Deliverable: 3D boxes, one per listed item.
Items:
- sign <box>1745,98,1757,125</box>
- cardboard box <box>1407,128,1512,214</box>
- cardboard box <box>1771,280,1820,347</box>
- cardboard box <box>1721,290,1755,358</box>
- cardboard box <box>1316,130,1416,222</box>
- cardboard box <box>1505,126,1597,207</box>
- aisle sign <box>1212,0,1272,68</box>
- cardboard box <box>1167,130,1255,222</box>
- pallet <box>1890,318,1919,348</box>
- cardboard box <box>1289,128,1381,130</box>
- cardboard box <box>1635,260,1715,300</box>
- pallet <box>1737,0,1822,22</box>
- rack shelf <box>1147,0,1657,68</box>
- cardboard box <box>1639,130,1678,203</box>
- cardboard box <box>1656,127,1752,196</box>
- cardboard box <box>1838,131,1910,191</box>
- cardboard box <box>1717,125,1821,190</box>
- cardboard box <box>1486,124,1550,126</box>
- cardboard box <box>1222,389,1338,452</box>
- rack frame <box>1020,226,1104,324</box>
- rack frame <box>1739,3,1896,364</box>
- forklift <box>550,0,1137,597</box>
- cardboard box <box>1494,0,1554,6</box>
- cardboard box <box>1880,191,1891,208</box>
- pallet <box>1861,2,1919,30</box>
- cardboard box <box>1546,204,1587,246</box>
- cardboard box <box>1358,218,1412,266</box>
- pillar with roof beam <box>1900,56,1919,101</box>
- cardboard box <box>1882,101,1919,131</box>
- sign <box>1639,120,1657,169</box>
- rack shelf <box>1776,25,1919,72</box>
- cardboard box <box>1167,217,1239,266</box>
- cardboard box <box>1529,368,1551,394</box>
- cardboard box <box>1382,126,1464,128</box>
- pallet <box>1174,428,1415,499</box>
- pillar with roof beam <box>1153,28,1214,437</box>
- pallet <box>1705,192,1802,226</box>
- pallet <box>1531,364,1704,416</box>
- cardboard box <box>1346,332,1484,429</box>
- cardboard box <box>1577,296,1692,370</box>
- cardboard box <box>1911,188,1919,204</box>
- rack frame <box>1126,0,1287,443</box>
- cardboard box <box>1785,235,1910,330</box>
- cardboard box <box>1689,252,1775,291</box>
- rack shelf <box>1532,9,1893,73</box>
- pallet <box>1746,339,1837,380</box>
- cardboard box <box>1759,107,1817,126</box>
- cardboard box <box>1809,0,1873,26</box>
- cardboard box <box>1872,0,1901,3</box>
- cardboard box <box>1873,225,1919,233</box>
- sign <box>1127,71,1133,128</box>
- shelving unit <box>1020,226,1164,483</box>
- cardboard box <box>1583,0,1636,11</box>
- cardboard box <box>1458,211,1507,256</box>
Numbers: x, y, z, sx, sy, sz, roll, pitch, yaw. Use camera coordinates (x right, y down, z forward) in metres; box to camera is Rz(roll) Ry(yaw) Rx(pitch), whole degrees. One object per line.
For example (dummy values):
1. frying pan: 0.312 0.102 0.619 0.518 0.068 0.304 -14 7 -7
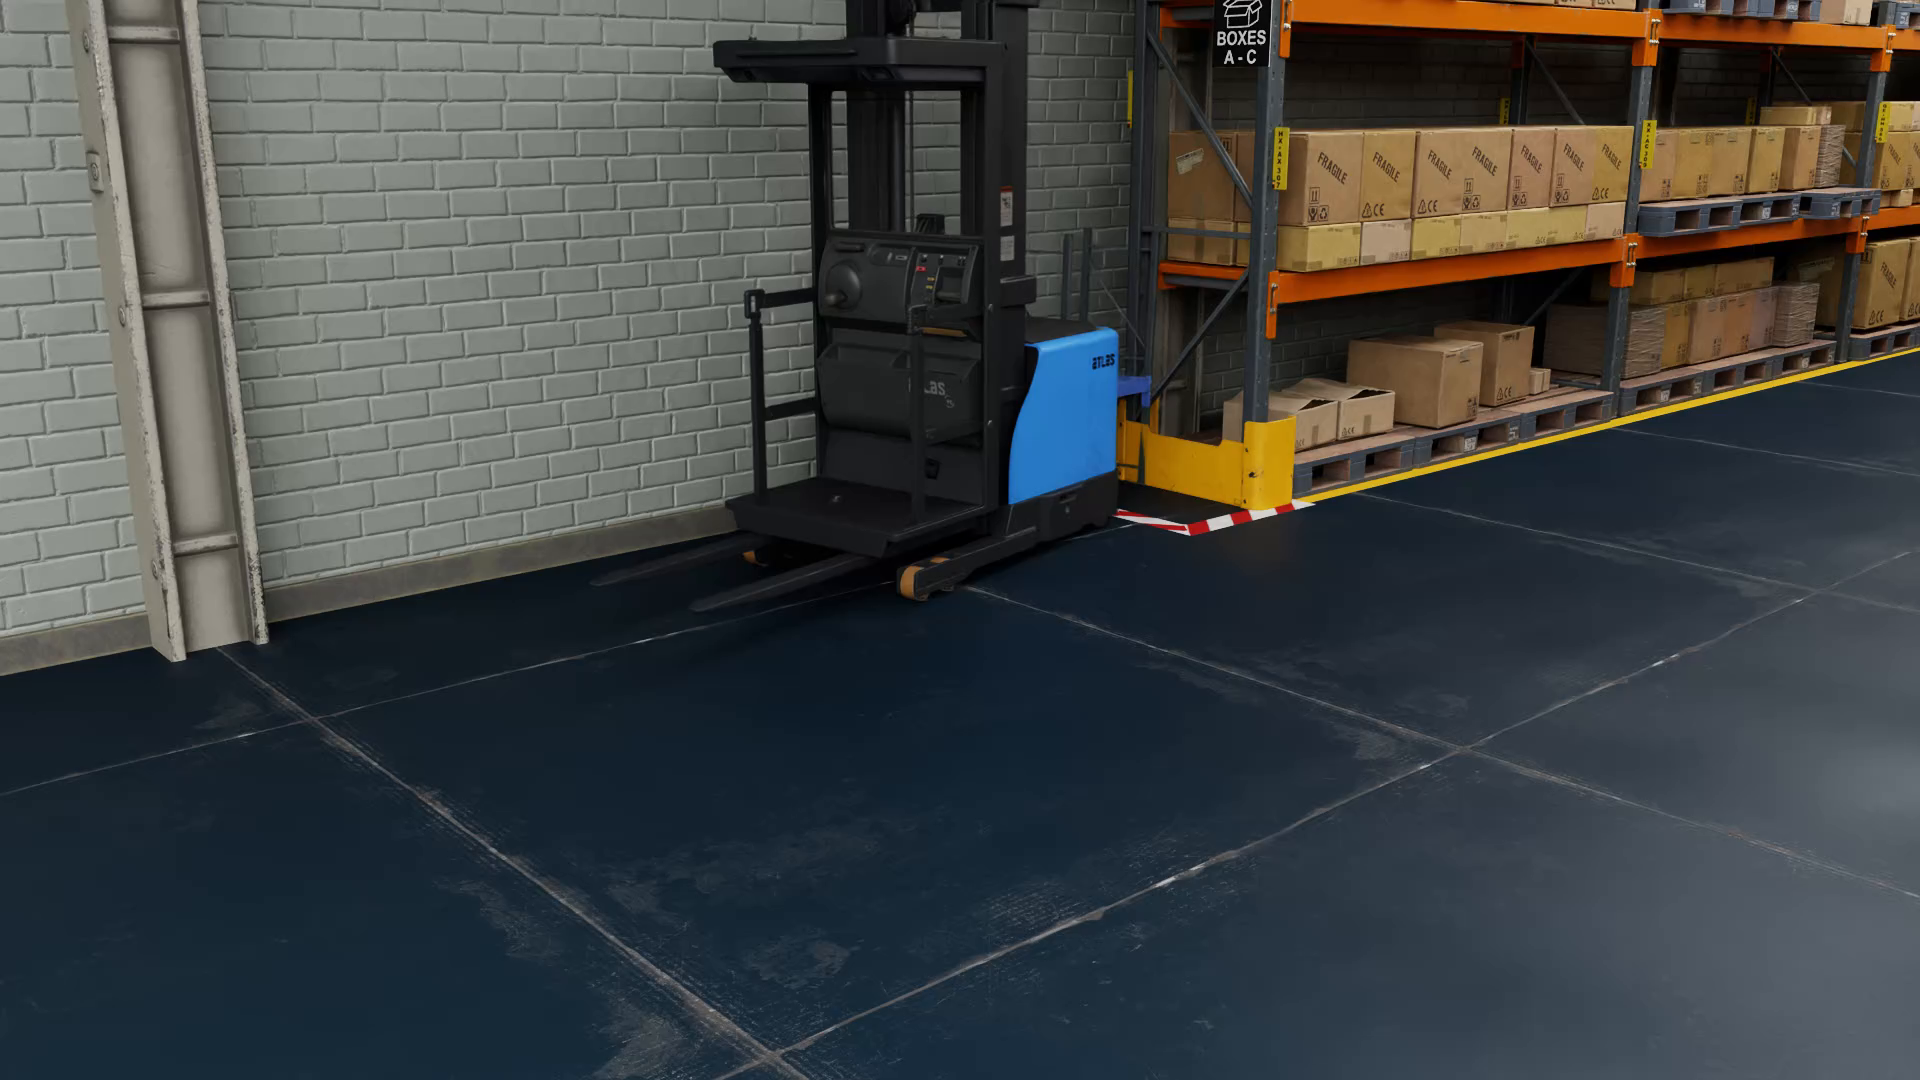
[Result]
1. sign: 7.033 -3.760 14.771 0.005 0.325 0.100 -13 19 -39
2. cardboard box: 3.077 -2.318 10.413 0.500 0.500 0.500 -12 19 -38
3. cardboard box: 6.890 -1.966 14.289 0.500 0.500 0.700 -12 19 -39
4. cardboard box: 6.069 -1.812 13.711 0.500 0.500 0.700 -13 20 -40
5. cardboard box: 2.301 -2.142 9.754 0.500 0.500 0.500 -13 19 -39
6. cardboard box: 3.855 -2.489 11.055 0.500 0.500 0.500 -13 20 -40
7. aisle sign: 1.507 -2.923 8.845 0.004 0.787 0.394 -13 19 -39
8. cardboard box: 1.580 -2.159 9.818 0.500 0.500 0.500 -13 20 -40
9. pallet: 8.963 -2.071 16.093 1.213 0.211 1.003 -13 19 -39
10. cardboard box: 2.354 -2.331 10.461 0.500 0.500 0.500 -13 20 -41
11. cardboard box: 5.646 -2.075 13.244 0.500 0.250 0.500 -13 20 -41
12. pallet: 5.698 -4.034 12.592 1.003 0.211 1.213 -13 19 -39
13. rack shelf: 2.873 -3.179 10.419 4.000 0.370 1.077 -13 19 -39
14. cardboard box: 4.788 -2.756 12.209 0.500 0.500 0.700 -13 19 -39
15. cardboard box: 5.691 -2.967 12.999 0.500 0.500 0.700 -10 18 -32
16. cardboard box: 7.934 -3.327 14.586 0.500 0.500 0.500 -12 19 -38
17. cardboard box: 6.648 -3.173 13.769 0.700 0.500 0.500 14 20 42
18. cardboard box: 3.890 -2.676 11.755 0.500 0.500 0.500 -13 20 -41
19. cardboard box: 1.945 -0.751 10.108 0.500 0.311 0.500 13 20 41
20. rack frame: 0.499 -0.942 9.074 0.500 1.500 0.032 8 12 24
21. rack frame: 7.399 -3.093 14.518 0.127 3.000 1.000 -13 19 -39
22. forklift: -0.505 -1.301 7.941 3.031 2.935 1.130 -13 20 -40
23. cardboard box: 3.380 -3.605 10.388 0.500 0.500 0.500 -14 20 -41
24. cardboard box: 7.996 -3.033 14.741 0.250 0.149 0.380 -12 19 -39
25. pallet: 7.850 -4.571 14.602 1.003 0.211 1.213 -12 19 -37
26. cardboard box: 3.842 -2.131 11.167 0.500 0.250 0.500 -13 19 -39
27. cardboard box: 2.323 -1.787 9.879 0.500 0.250 0.500 -13 20 -41
28. pillar with roof beam: 13.203 -6.118 14.217 0.400 9.000 9.100 -13 19 -39
29. cardboard box: 8.316 -3.775 14.809 0.500 0.250 0.500 -13 20 -40
30. sign: 4.744 -2.730 11.479 0.005 0.325 0.100 -13 19 -39
31. rack shelf: 8.908 -4.534 15.492 4.000 0.370 1.077 -13 19 -39
32. cardboard box: 1.590 -1.792 9.899 0.500 0.250 0.500 -12 19 -39
33. cardboard box: 3.998 -1.163 11.929 0.380 0.166 0.250 13 20 40
34. cardboard box: 3.118 -2.506 11.118 0.500 0.500 0.500 -12 19 -38
35. pallet: 2.058 -0.534 10.342 1.213 0.211 1.003 -13 19 -39
36. pillar with roof beam: 4.151 -4.085 6.607 0.400 9.000 9.100 -13 19 -39
37. pallet: 5.933 -2.657 13.257 1.213 0.211 1.003 -13 19 -39
38. pallet: 4.968 -1.201 12.836 1.213 0.211 1.003 -13 19 -39
39. cardboard box: 2.962 -1.054 10.874 0.500 0.500 0.700 -14 21 -43
40. cardboard box: 5.283 -1.646 13.090 0.500 0.500 0.700 -13 20 -40
41. cardboard box: 8.550 -3.174 15.268 0.250 0.149 0.380 -12 19 -38
42. rack frame: 1.364 -1.738 9.444 0.127 3.000 1.000 -13 19 -39
43. cardboard box: 8.040 -2.357 15.112 0.750 0.750 0.750 -13 20 -40
44. cardboard box: 6.419 -2.244 13.877 0.500 0.250 0.500 -12 19 -38
45. rack shelf: 5.891 -3.856 12.955 4.000 0.370 1.077 -13 19 -39
46. pallet: 6.809 -1.614 14.383 1.213 0.211 1.003 -13 19 -39
47. cardboard box: 6.926 -3.546 13.909 0.380 0.149 0.250 12 19 38
48. cardboard box: 7.033 -4.335 13.486 0.500 0.311 0.500 -13 19 -39
49. cardboard box: 7.721 -4.895 14.405 0.700 0.500 0.500 14 21 43
50. cardboard box: 9.343 -2.649 16.205 0.750 0.750 0.750 -12 19 -38
51. sign: 1.015 -2.562 9.671 0.005 0.325 0.100 -13 19 -39
52. shelving unit: 0.713 -1.022 9.528 0.538 1.500 1.048 8 12 24
53. cardboard box: 4.161 -3.789 11.077 0.500 0.500 0.500 -12 19 -38
54. cardboard box: 3.094 -1.957 10.517 0.500 0.250 0.500 -12 19 -39
